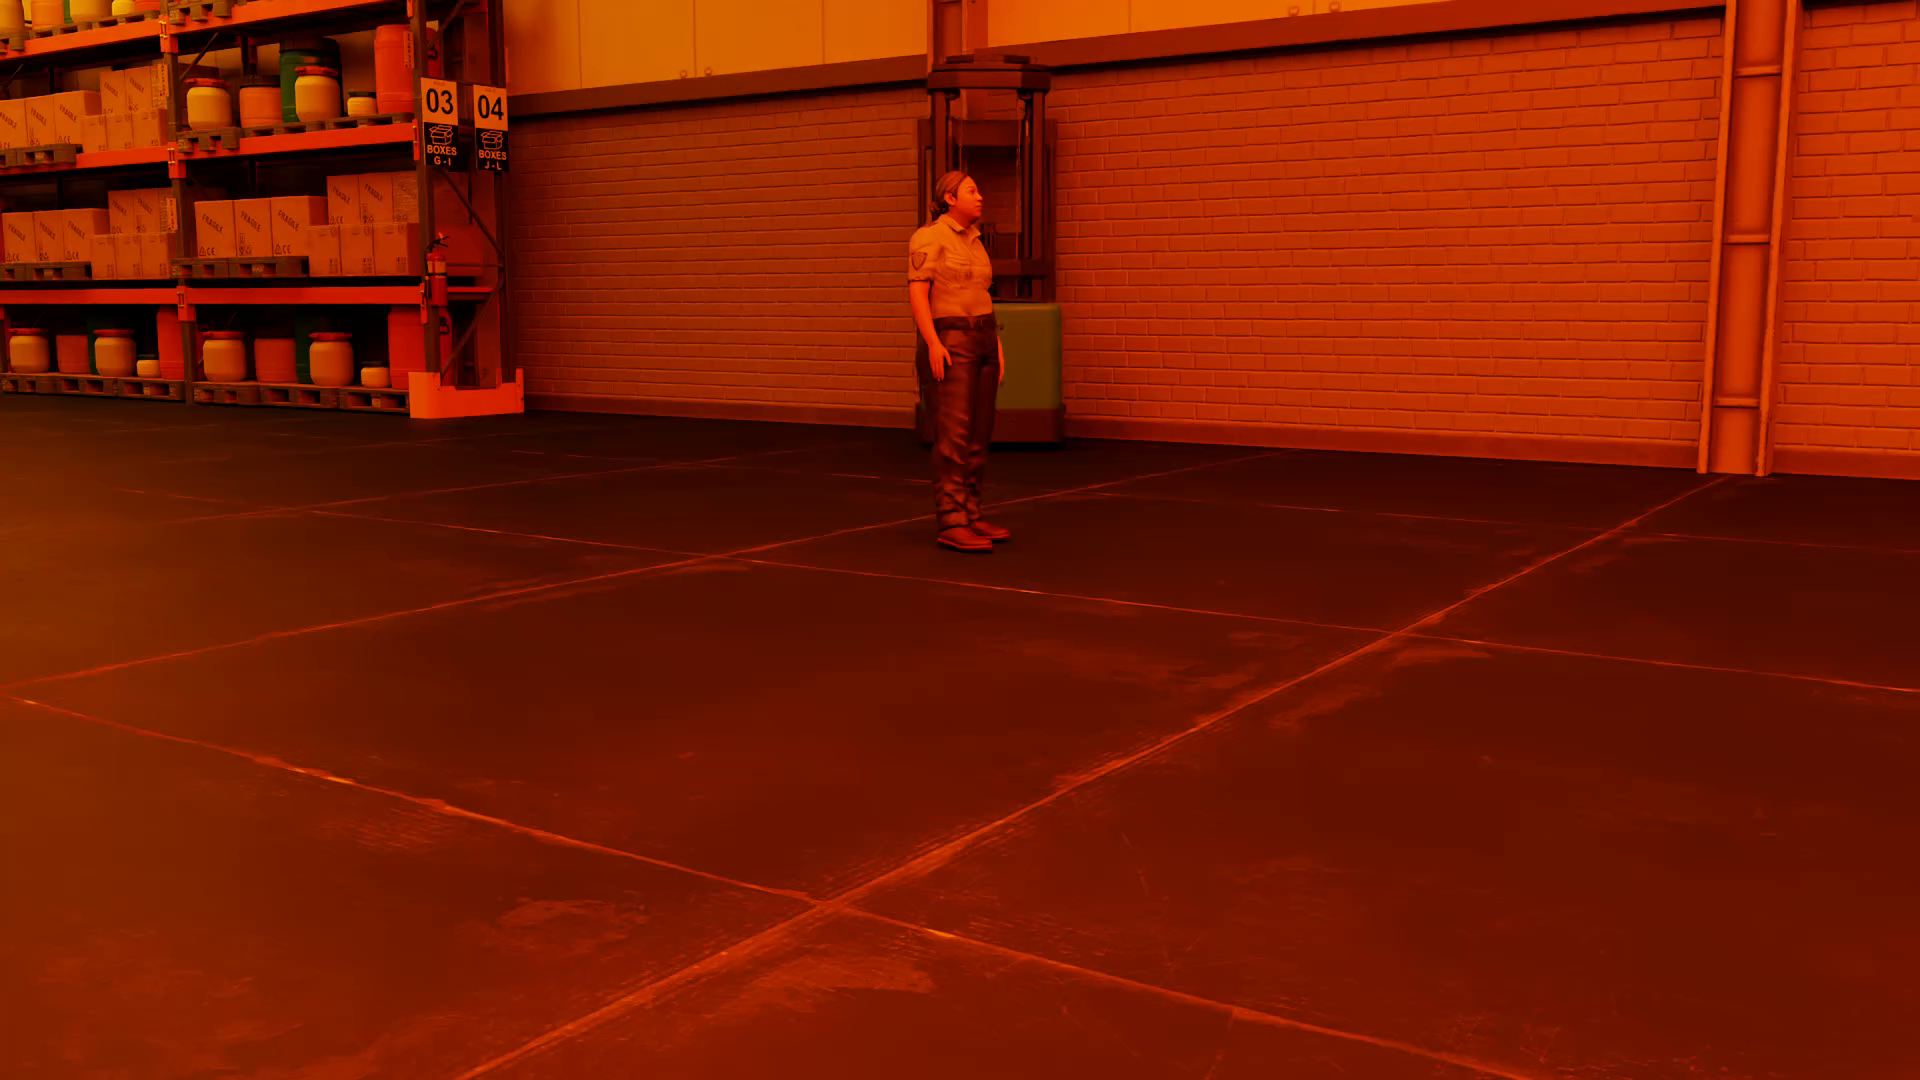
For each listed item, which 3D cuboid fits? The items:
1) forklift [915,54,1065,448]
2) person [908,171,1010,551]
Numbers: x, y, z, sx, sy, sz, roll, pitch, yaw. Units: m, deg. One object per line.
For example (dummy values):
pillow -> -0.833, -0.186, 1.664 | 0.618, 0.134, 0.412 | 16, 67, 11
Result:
forklift -> 0.208, -2.305, 13.400 | 1.130, 2.935, 3.031 | 0, 8, -1
person -> 0.062, -0.813, 7.418 | 0.502, 1.651, 0.598 | 5, 10, 34
